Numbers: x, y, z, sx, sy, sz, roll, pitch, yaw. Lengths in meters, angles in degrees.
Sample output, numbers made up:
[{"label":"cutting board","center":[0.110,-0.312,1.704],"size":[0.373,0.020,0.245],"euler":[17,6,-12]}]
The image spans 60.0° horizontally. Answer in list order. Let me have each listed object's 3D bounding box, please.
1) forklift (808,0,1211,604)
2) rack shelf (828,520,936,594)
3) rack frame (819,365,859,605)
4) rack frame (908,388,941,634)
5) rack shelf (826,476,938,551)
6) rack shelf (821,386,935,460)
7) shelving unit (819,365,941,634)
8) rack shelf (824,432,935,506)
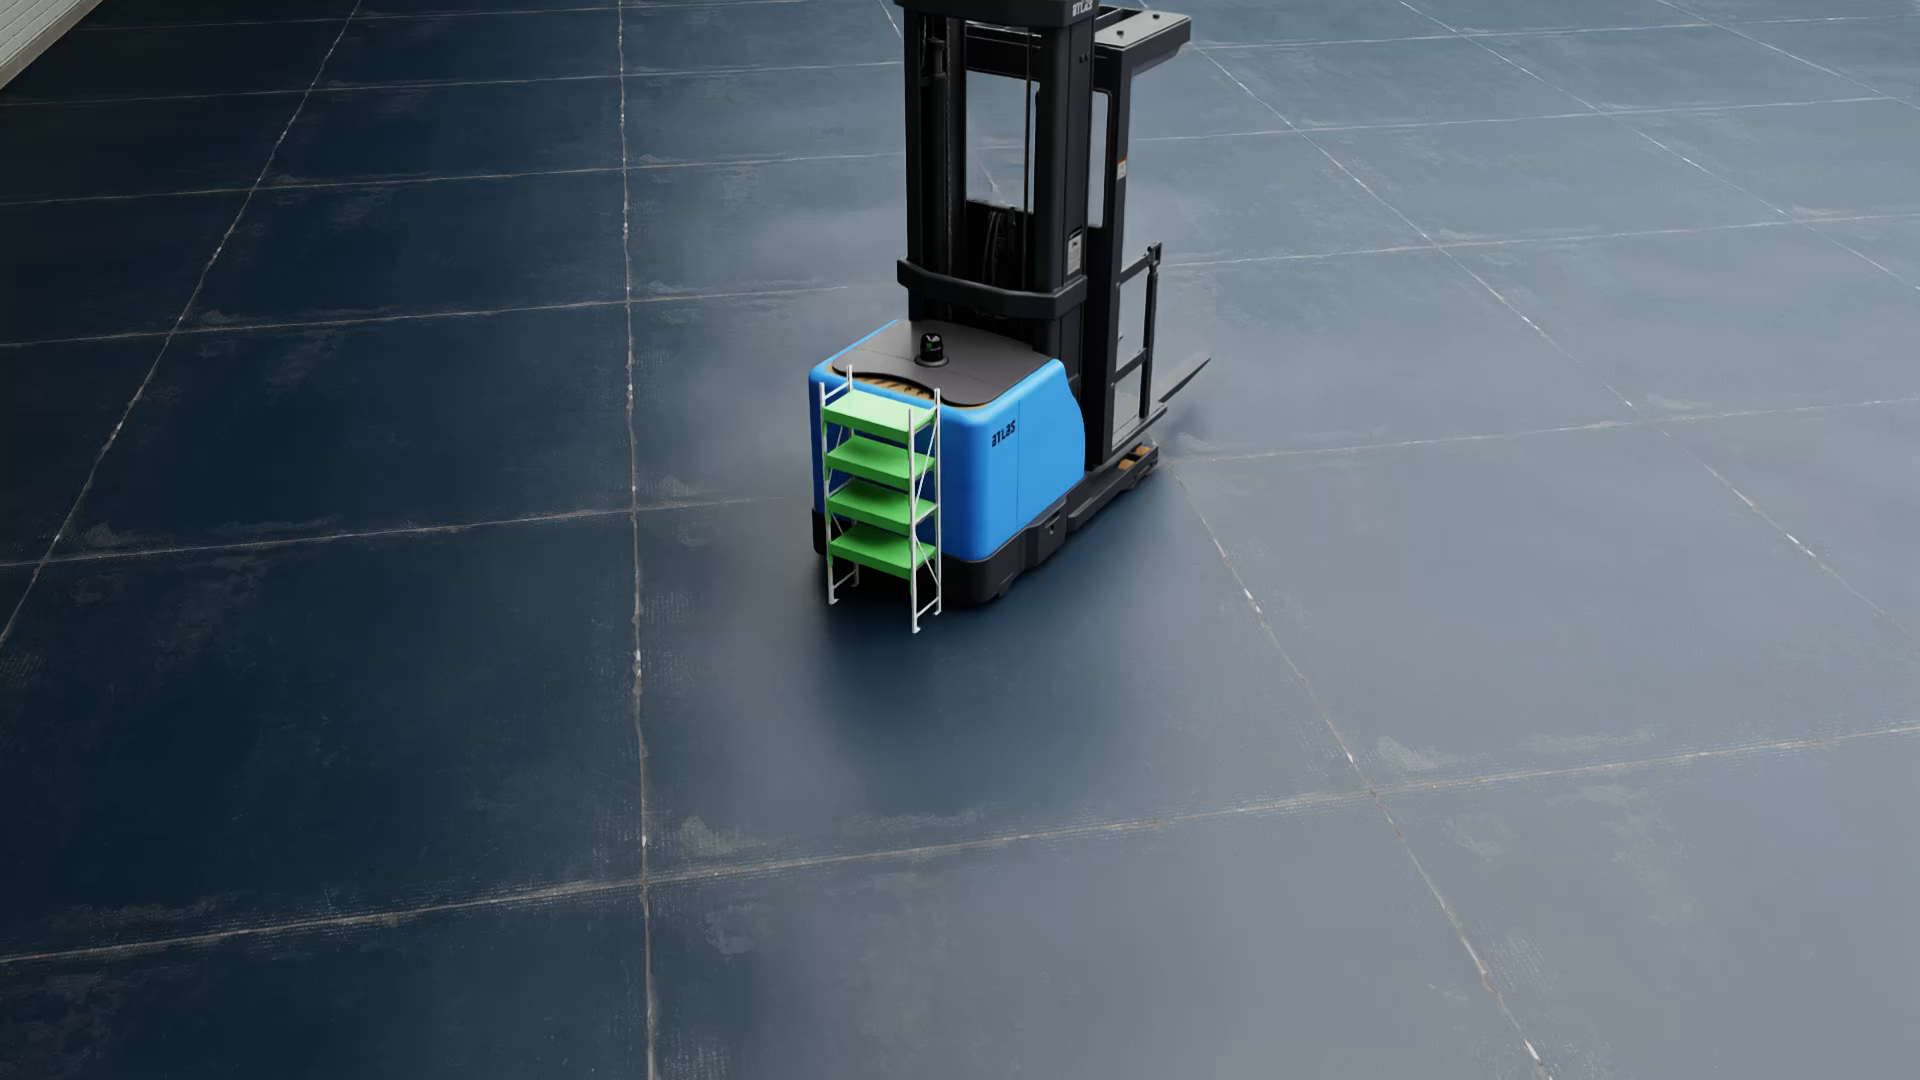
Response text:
[{"label":"forklift","center":[0.460,-1.659,8.680],"size":[1.130,2.935,3.031],"euler":[18,35,27]},{"label":"rack shelf","center":[-0.369,0.078,8.032],"size":[0.480,0.148,0.258],"euler":[17,35,27]},{"label":"rack frame","center":[-0.576,-0.249,7.989],"size":[0.015,1.200,0.240],"euler":[17,35,27]},{"label":"rack frame","center":[-0.162,-0.118,7.768],"size":[0.015,1.200,0.240],"euler":[17,35,27]},{"label":"rack shelf","center":[-0.369,-0.128,7.911],"size":[0.480,0.148,0.258],"euler":[17,35,27]},{"label":"rack shelf","center":[-0.369,-0.542,7.668],"size":[0.480,0.148,0.258],"euler":[17,35,27]},{"label":"shelving unit","center":[-0.369,-0.184,7.878],"size":[0.503,1.200,0.258],"euler":[17,35,27]},{"label":"rack shelf","center":[-0.369,-0.335,7.789],"size":[0.480,0.148,0.258],"euler":[17,35,27]}]
